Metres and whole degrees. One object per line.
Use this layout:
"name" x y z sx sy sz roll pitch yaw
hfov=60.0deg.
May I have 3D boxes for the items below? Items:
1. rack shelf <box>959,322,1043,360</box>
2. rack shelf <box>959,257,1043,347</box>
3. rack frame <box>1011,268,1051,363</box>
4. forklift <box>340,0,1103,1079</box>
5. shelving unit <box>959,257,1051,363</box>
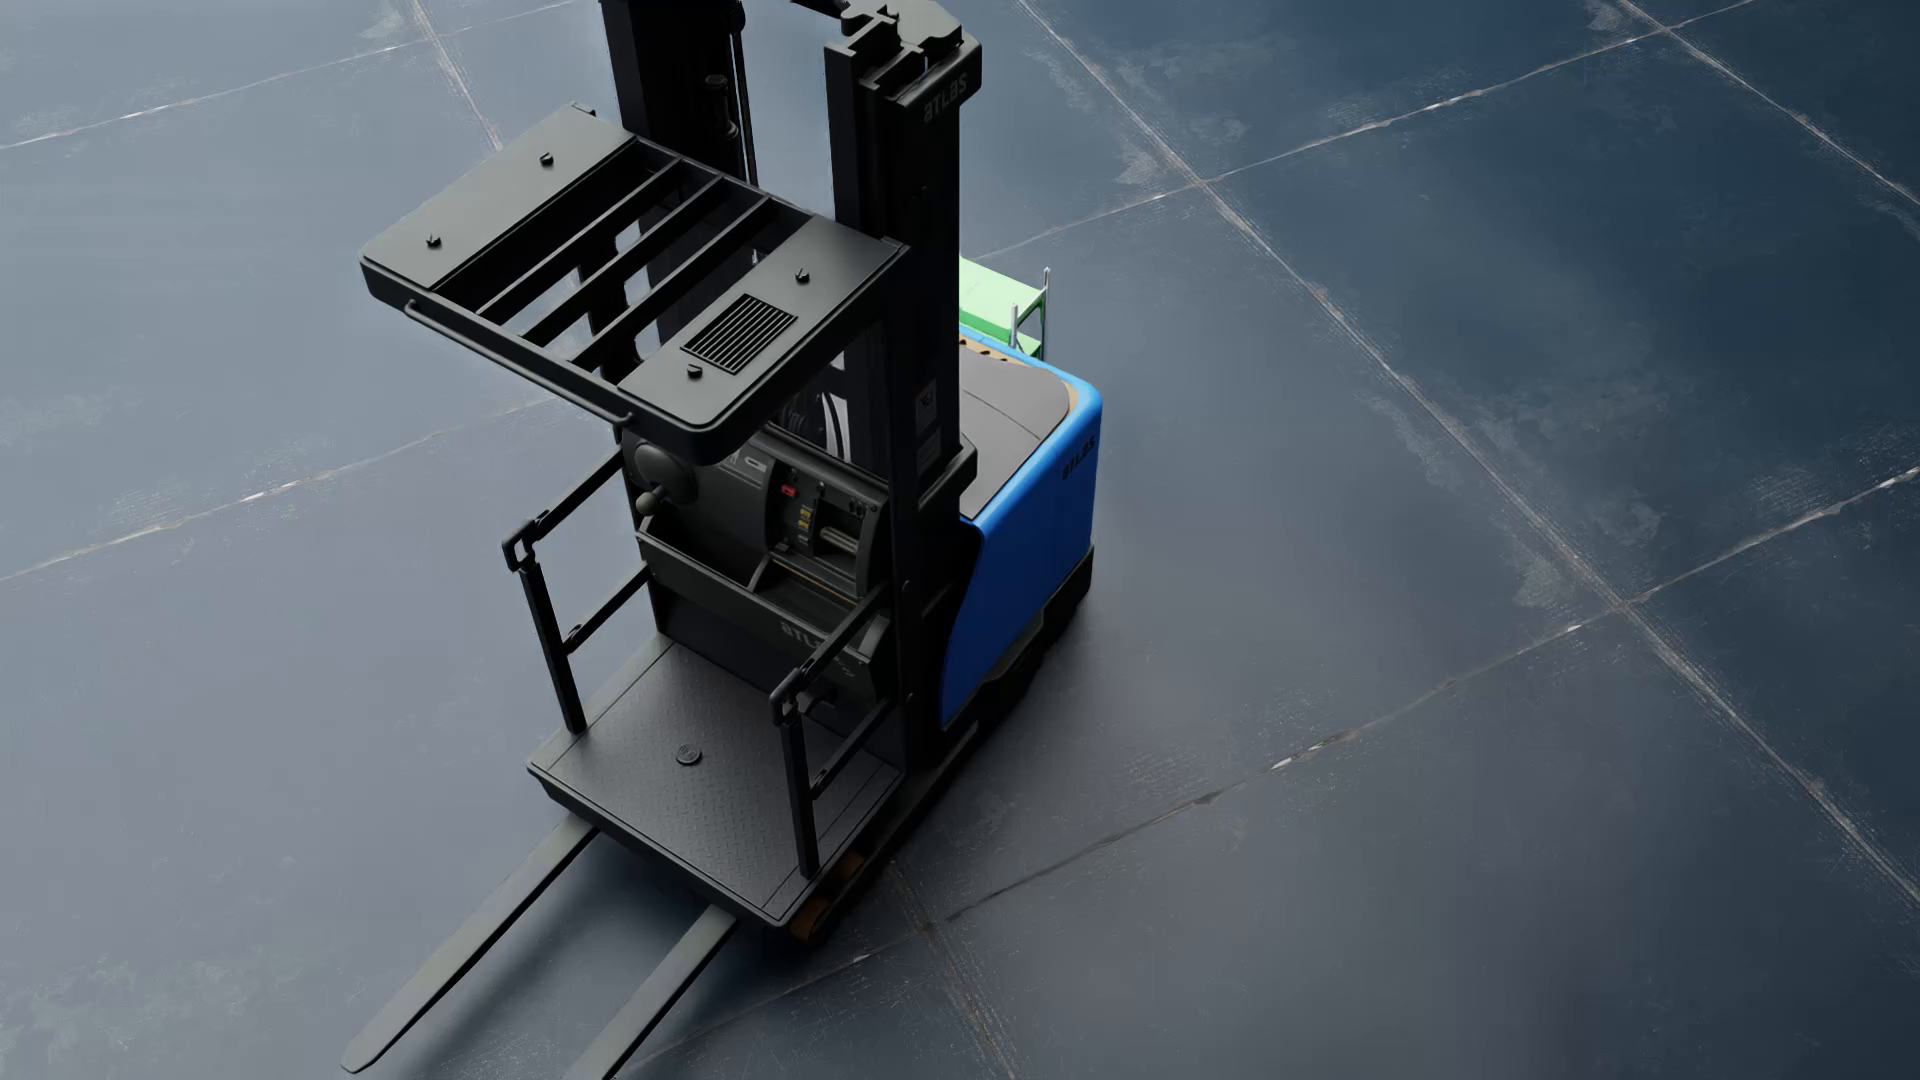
"rack shelf" 0.047 -0.710 6.232 0.480 0.148 0.258 26 54 21
"rack shelf" 0.047 -0.868 6.051 0.480 0.148 0.258 26 54 21
"rack frame" 0.251 -0.493 6.276 0.015 1.200 0.240 26 54 21
"forklift" -0.736 -0.056 4.744 1.130 2.935 3.031 27 54 22
"shelving unit" 0.047 -0.594 6.365 0.503 1.200 0.258 26 54 21
